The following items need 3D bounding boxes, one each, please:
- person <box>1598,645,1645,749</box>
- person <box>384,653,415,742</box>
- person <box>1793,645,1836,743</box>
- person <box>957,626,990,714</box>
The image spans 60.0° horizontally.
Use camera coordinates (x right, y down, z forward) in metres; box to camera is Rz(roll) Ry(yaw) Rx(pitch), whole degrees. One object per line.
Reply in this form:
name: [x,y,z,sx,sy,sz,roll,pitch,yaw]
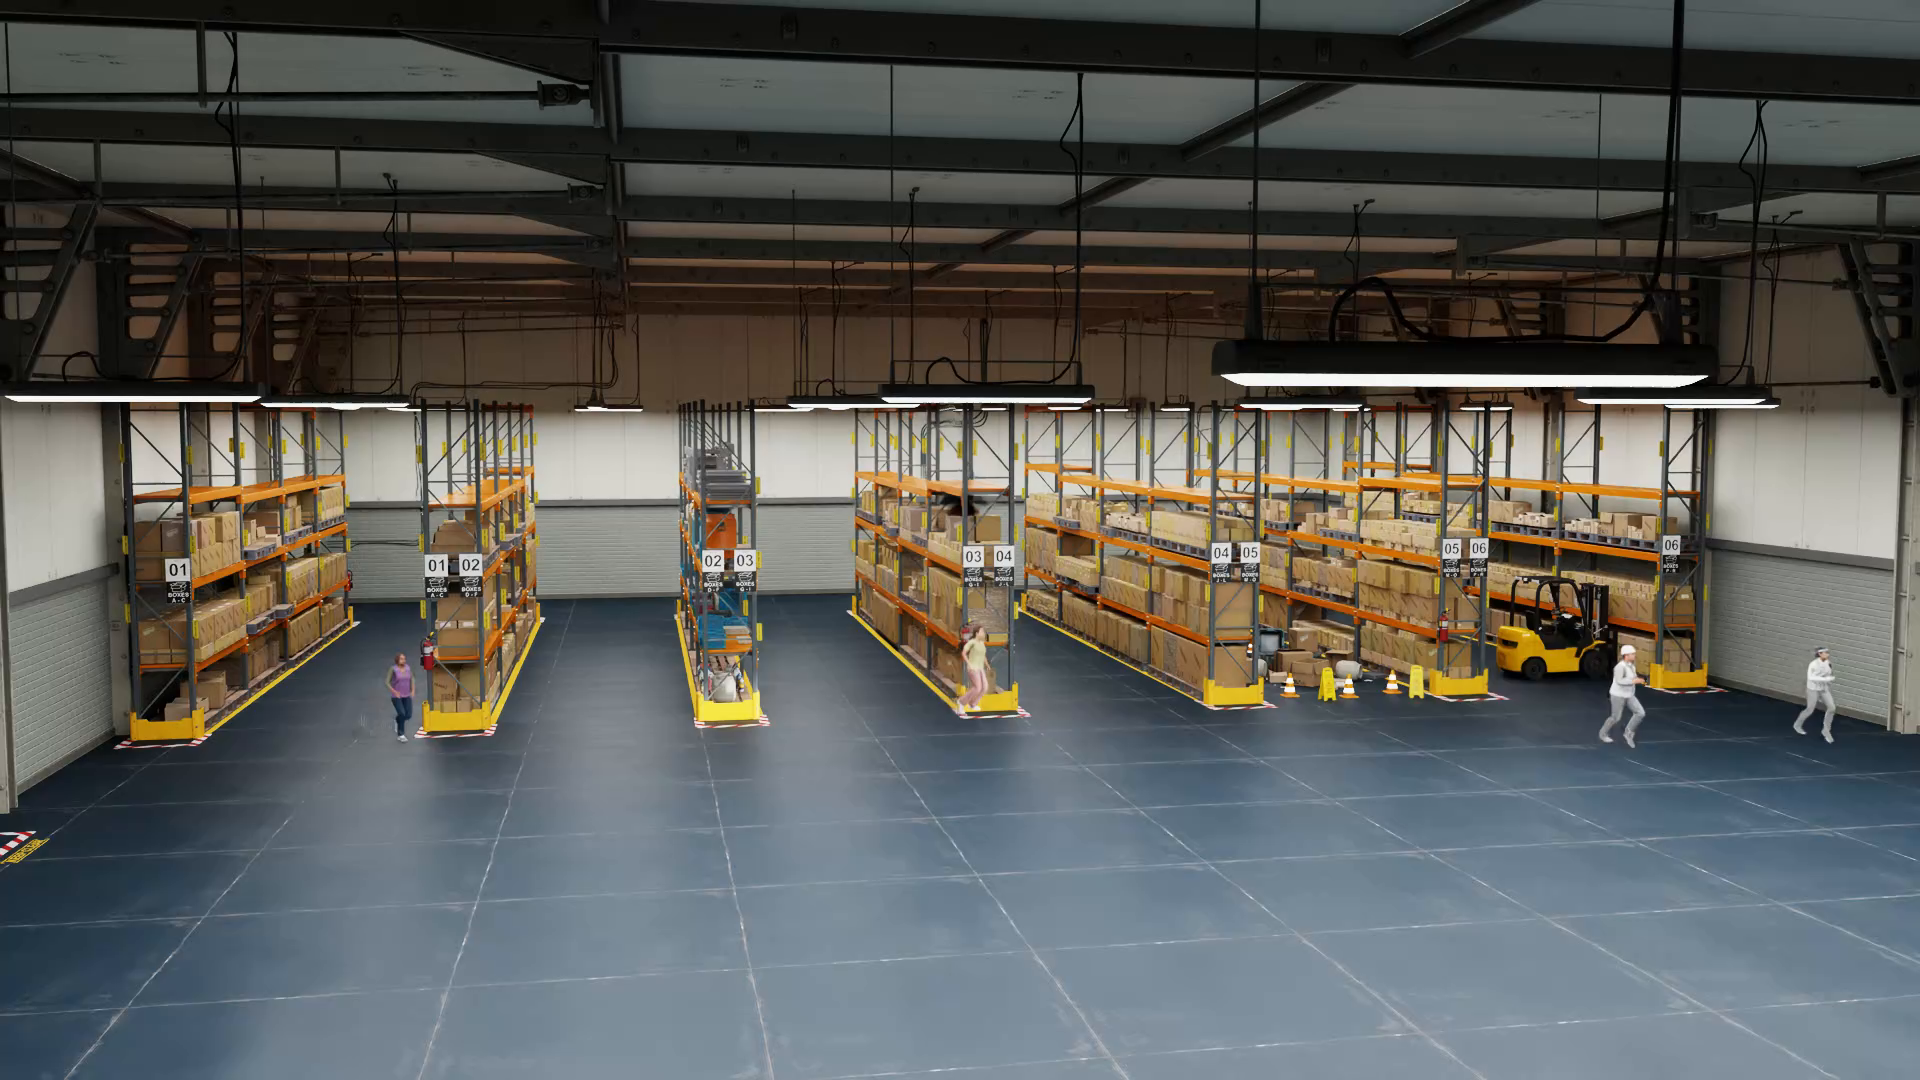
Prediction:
person: [11.408,2.684,28.617,0.672,1.787,0.825,-4,6,-41]
person: [-9.843,2.745,29.231,0.566,1.555,0.570,4,6,44]
person: [15.072,2.678,29.309,0.620,1.729,0.831,-2,5,-25]
person: [0.309,2.399,30.748,0.577,1.615,0.594,3,5,32]
